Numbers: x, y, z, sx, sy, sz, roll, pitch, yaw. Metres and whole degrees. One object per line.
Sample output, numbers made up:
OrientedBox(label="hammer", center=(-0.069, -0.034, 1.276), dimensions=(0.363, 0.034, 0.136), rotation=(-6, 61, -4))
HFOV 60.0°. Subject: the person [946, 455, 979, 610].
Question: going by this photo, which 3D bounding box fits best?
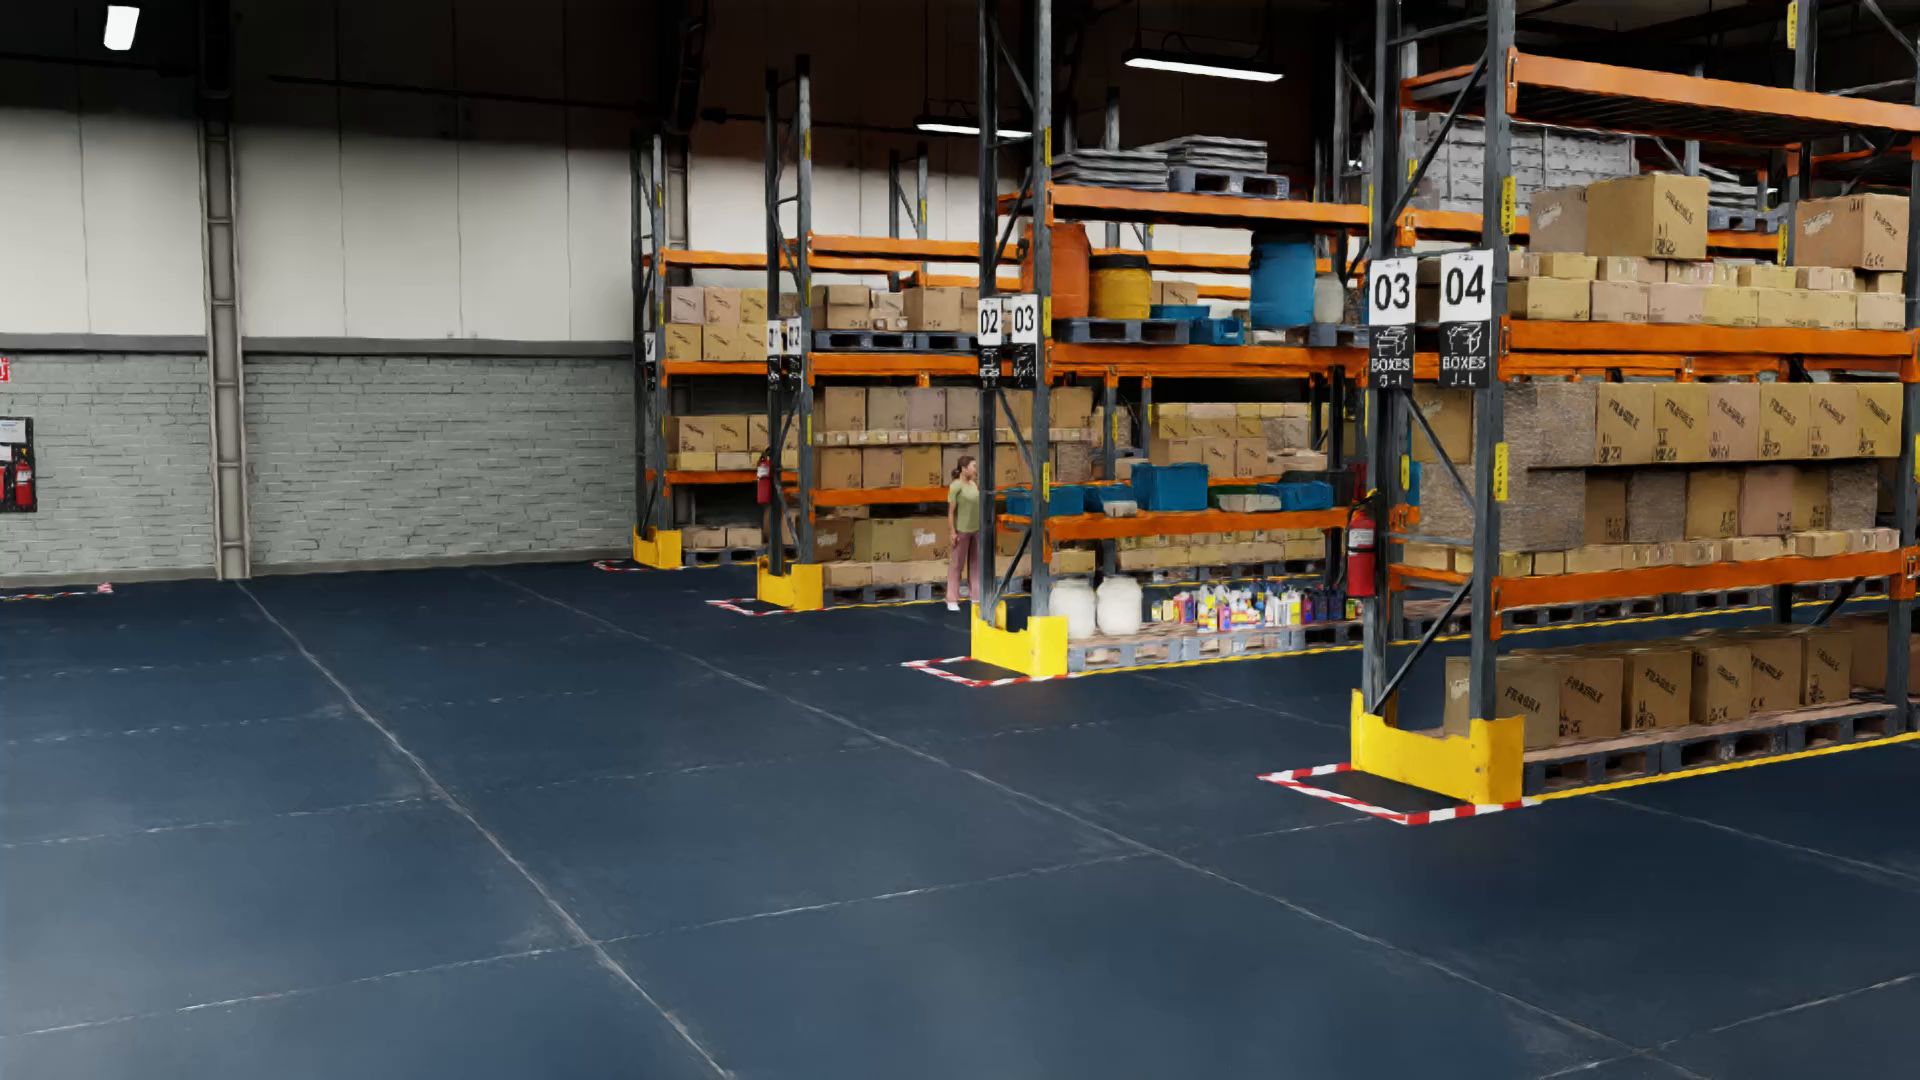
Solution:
OrientedBox(label="person", center=(0.100, -0.083, 18.094), dimensions=(0.451, 1.679, 0.524), rotation=(4, 7, 39))
